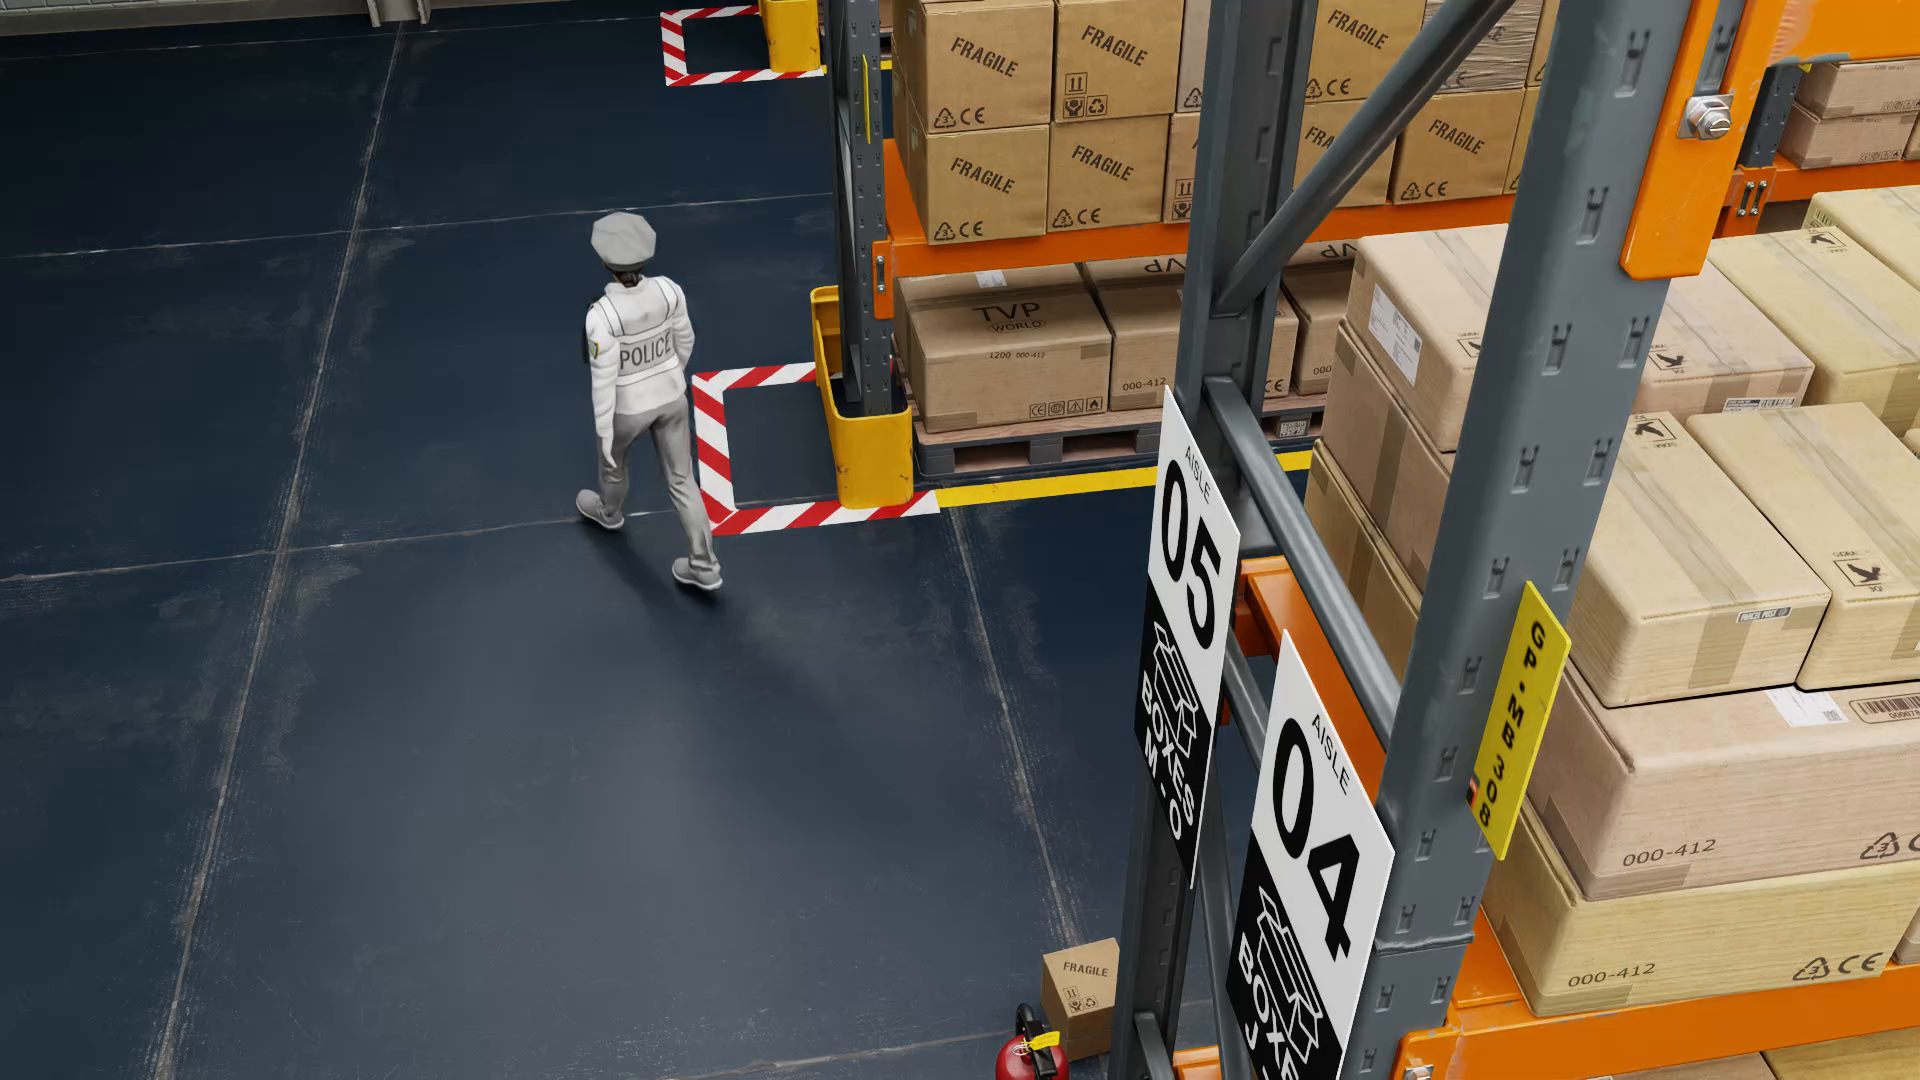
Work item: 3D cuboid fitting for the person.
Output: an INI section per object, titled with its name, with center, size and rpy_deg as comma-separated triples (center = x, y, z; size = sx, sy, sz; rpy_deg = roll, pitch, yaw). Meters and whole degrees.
[person]
center = -1.335, -0.619, 6.885
size = 0.527, 1.631, 0.967
rpy_deg = -24, 45, -27
